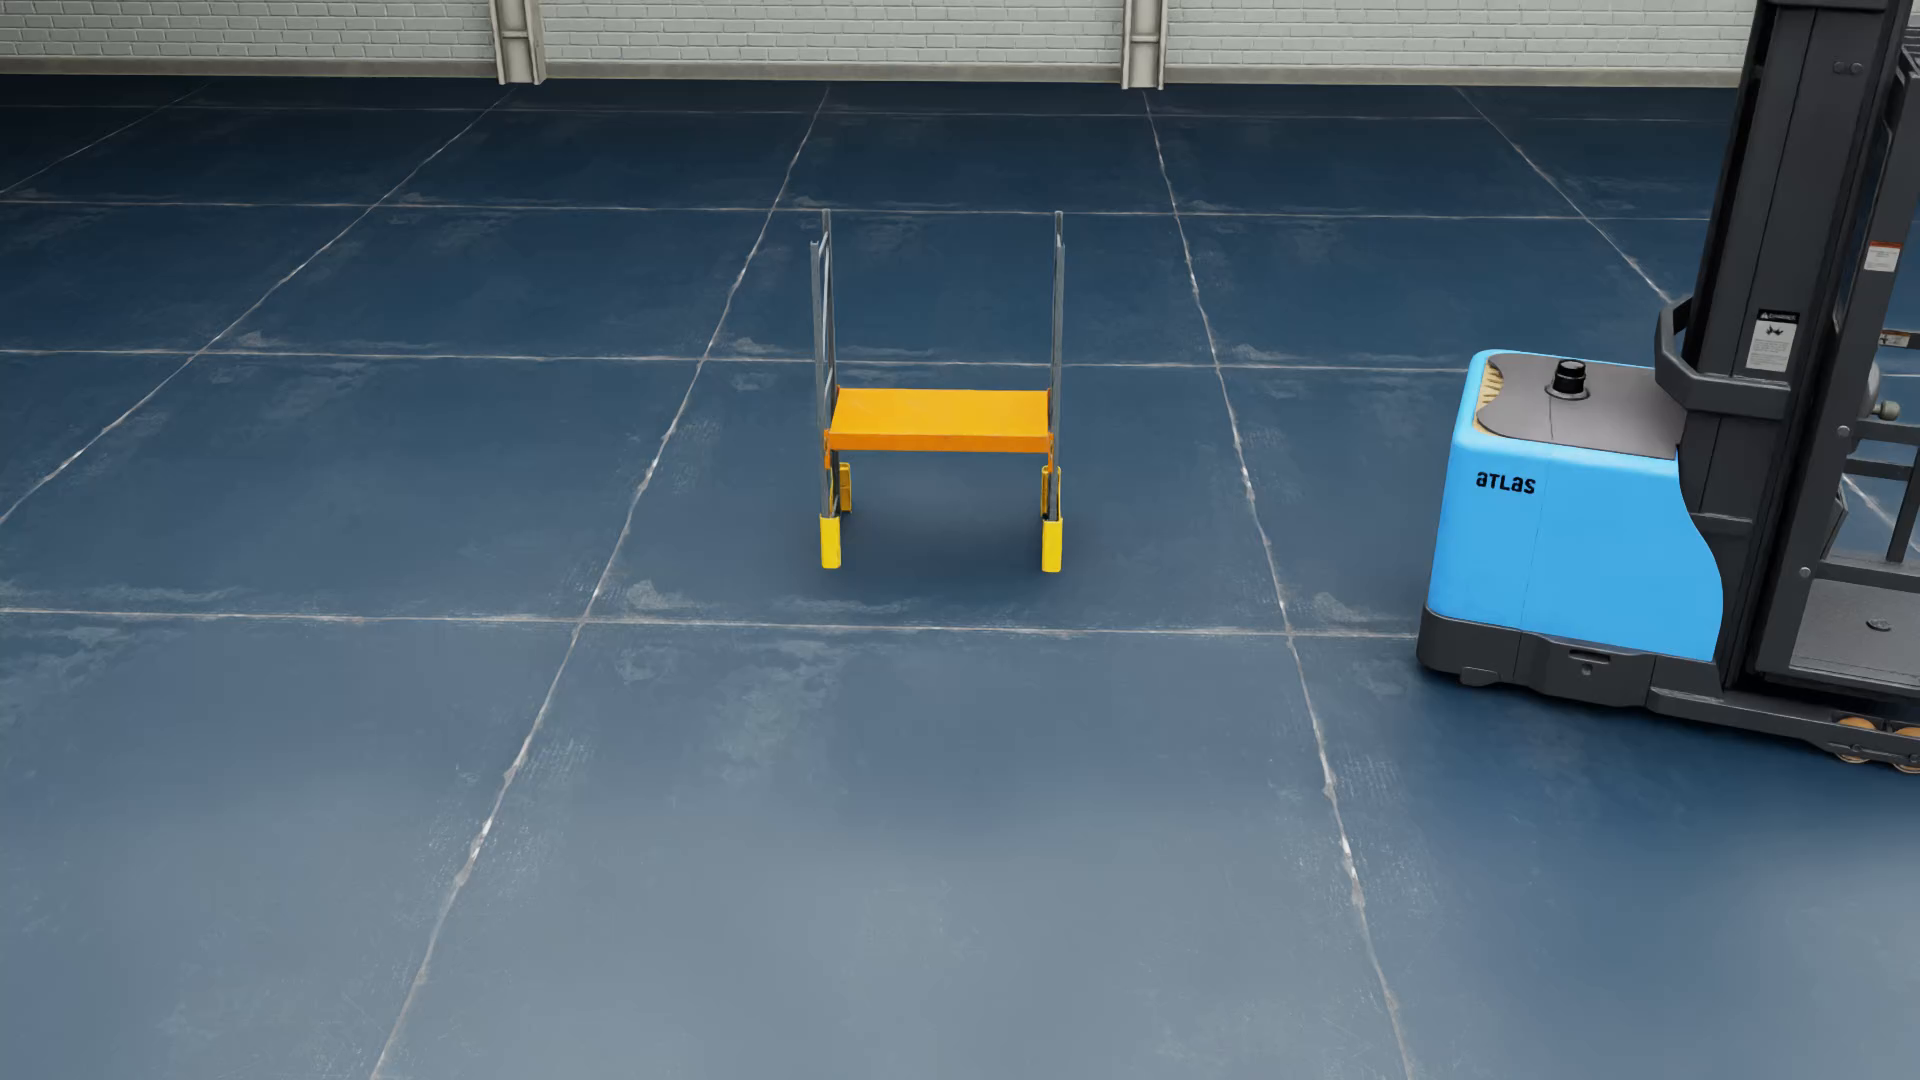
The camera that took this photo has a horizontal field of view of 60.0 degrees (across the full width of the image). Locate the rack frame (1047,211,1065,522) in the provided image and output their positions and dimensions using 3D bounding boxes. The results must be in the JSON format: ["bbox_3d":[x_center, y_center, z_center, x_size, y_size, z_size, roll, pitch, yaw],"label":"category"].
[{"bbox_3d":[0.423,-0.656,7.386,0.032,1.500,0.500,1,28,2],"label":"rack frame"}]

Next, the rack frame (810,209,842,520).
[{"bbox_3d":[-0.593,-0.672,7.417,0.032,1.500,0.500,1,28,2],"label":"rack frame"}]

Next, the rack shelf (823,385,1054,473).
[{"bbox_3d":[-0.085,-0.505,7.486,1.000,0.185,0.538,1,28,2],"label":"rack shelf"}]

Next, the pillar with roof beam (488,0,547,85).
[{"bbox_3d":[-4.401,-6.429,10.271,0.400,9.000,9.100,1,28,2],"label":"pillar with roof beam"}]

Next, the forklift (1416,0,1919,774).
[{"bbox_3d":[3.414,-0.717,5.972,3.031,2.935,1.130,10,29,17],"label":"forklift"}]

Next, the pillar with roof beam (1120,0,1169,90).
[{"bbox_3d":[1.595,-6.330,10.084,0.400,9.000,9.100,1,28,2],"label":"pillar with roof beam"}]

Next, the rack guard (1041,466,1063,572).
[{"bbox_3d":[0.422,-0.103,7.678,0.087,0.250,0.587,1,28,2],"label":"rack guard"}]

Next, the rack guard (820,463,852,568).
[{"bbox_3d":[-0.574,-0.120,7.709,0.087,0.250,0.587,1,28,2],"label":"rack guard"}]

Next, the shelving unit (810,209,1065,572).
[{"bbox_3d":[-0.076,-0.664,7.401,1.083,1.500,0.587,1,28,2],"label":"shelving unit"}]
